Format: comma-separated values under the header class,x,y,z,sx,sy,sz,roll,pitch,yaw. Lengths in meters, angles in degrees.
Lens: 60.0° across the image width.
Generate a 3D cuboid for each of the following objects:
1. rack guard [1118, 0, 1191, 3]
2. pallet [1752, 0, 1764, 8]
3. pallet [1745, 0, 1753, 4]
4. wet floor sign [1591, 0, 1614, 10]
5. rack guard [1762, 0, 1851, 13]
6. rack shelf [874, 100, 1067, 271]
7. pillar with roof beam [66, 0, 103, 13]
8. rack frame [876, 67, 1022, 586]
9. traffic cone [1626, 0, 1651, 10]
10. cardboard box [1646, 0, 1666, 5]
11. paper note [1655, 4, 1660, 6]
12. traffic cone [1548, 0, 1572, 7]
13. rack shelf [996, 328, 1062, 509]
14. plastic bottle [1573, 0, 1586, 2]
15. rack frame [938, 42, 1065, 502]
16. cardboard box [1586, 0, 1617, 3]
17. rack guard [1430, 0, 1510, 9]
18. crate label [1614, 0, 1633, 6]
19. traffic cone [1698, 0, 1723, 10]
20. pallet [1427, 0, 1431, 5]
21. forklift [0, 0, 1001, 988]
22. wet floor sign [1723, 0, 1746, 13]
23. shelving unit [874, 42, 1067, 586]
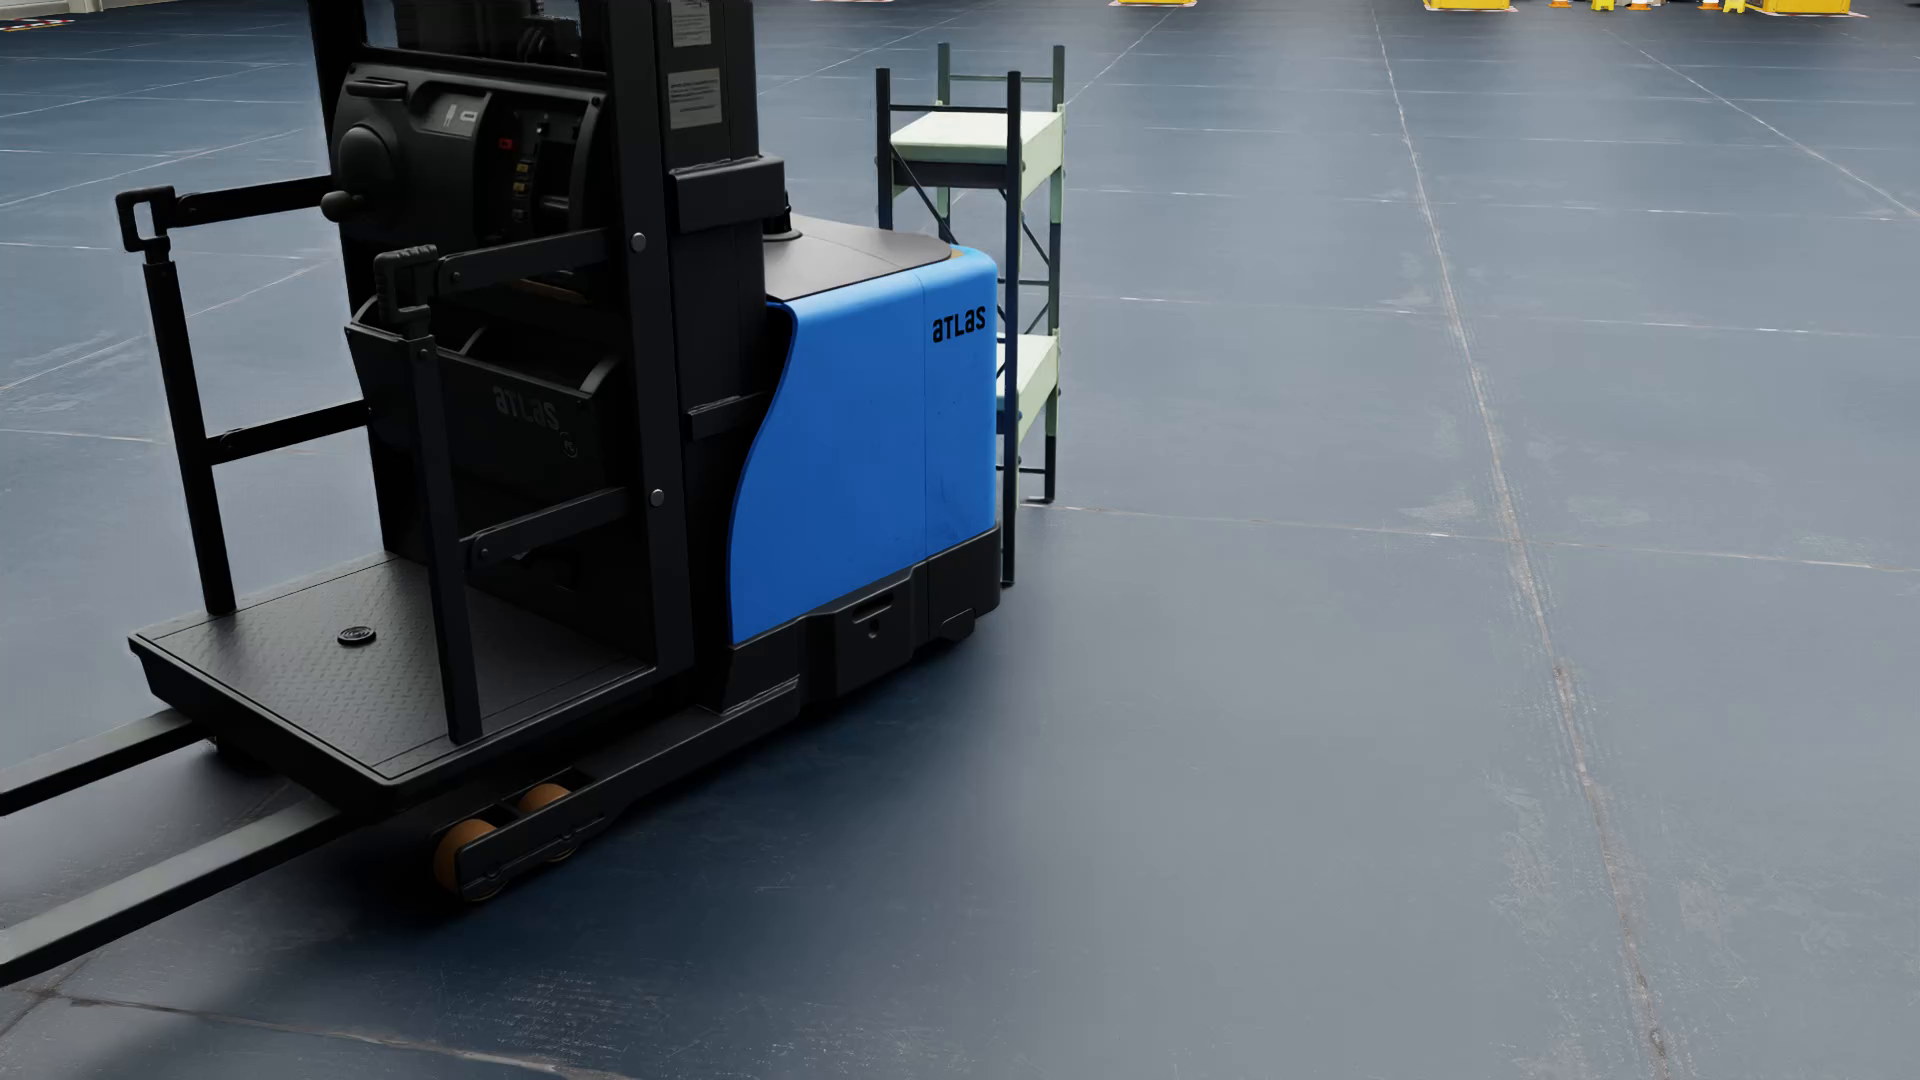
class,x,y,z,sx,sy,sz,roll,pitch,yaw
rack guard,3.182,-9.042,27.136,1.175,0.500,0.348,4,22,11
pallet,13.084,-8.447,26.046,1.003,0.211,1.213,4,22,11
pallet,13.335,-8.892,27.150,1.003,0.211,1.213,4,22,11
wet floor sign,9.934,-8.505,25.609,0.267,0.644,0.232,1,22,2
rack guard,12.884,-8.287,25.261,1.175,0.500,0.348,4,22,11
rack shelf,0.048,-1.074,4.968,0.431,0.370,0.720,5,22,12
pillar with roof beam,-9.095,-11.889,22.828,9.100,9.000,0.400,4,22,11
rack frame,-0.032,-0.579,4.783,0.400,1.500,0.023,5,22,12
traffic cone,10.537,-8.458,25.735,0.336,0.463,0.334,4,22,11
cardboard box,11.158,-8.729,26.829,0.380,0.149,0.250,18,28,38
paper note,11.112,-8.539,26.514,0.148,0.019,0.142,-3,22,-8
traffic cone,9.500,-8.668,26.257,0.336,0.463,0.334,4,22,11
rack shelf,0.048,-0.410,5.236,0.431,0.370,0.720,5,22,12
plastic bottle,10.198,-8.925,27.432,0.133,0.061,0.283,-3,22,-8
rack frame,0.128,-0.846,5.445,0.400,1.500,0.023,5,22,12
cardboard box,10.748,-9.096,27.265,0.797,0.503,0.637,-11,25,-26
rack guard,7.997,-8.591,26.015,1.175,0.500,0.348,4,22,11
crate label,10.637,-8.599,26.521,0.250,0.136,0.298,-7,23,-17
traffic cone,11.693,-8.497,25.833,0.336,0.463,0.334,4,22,11
pallet,8.088,-8.764,26.832,1.003,0.211,1.213,4,22,11
forklift,-1.215,-0.815,3.455,1.130,2.935,3.031,17,28,36
wet floor sign,11.782,-8.339,25.194,0.267,0.644,0.232,13,25,29
shelving unit,0.048,-0.712,5.114,0.431,1.500,0.755,5,22,12
